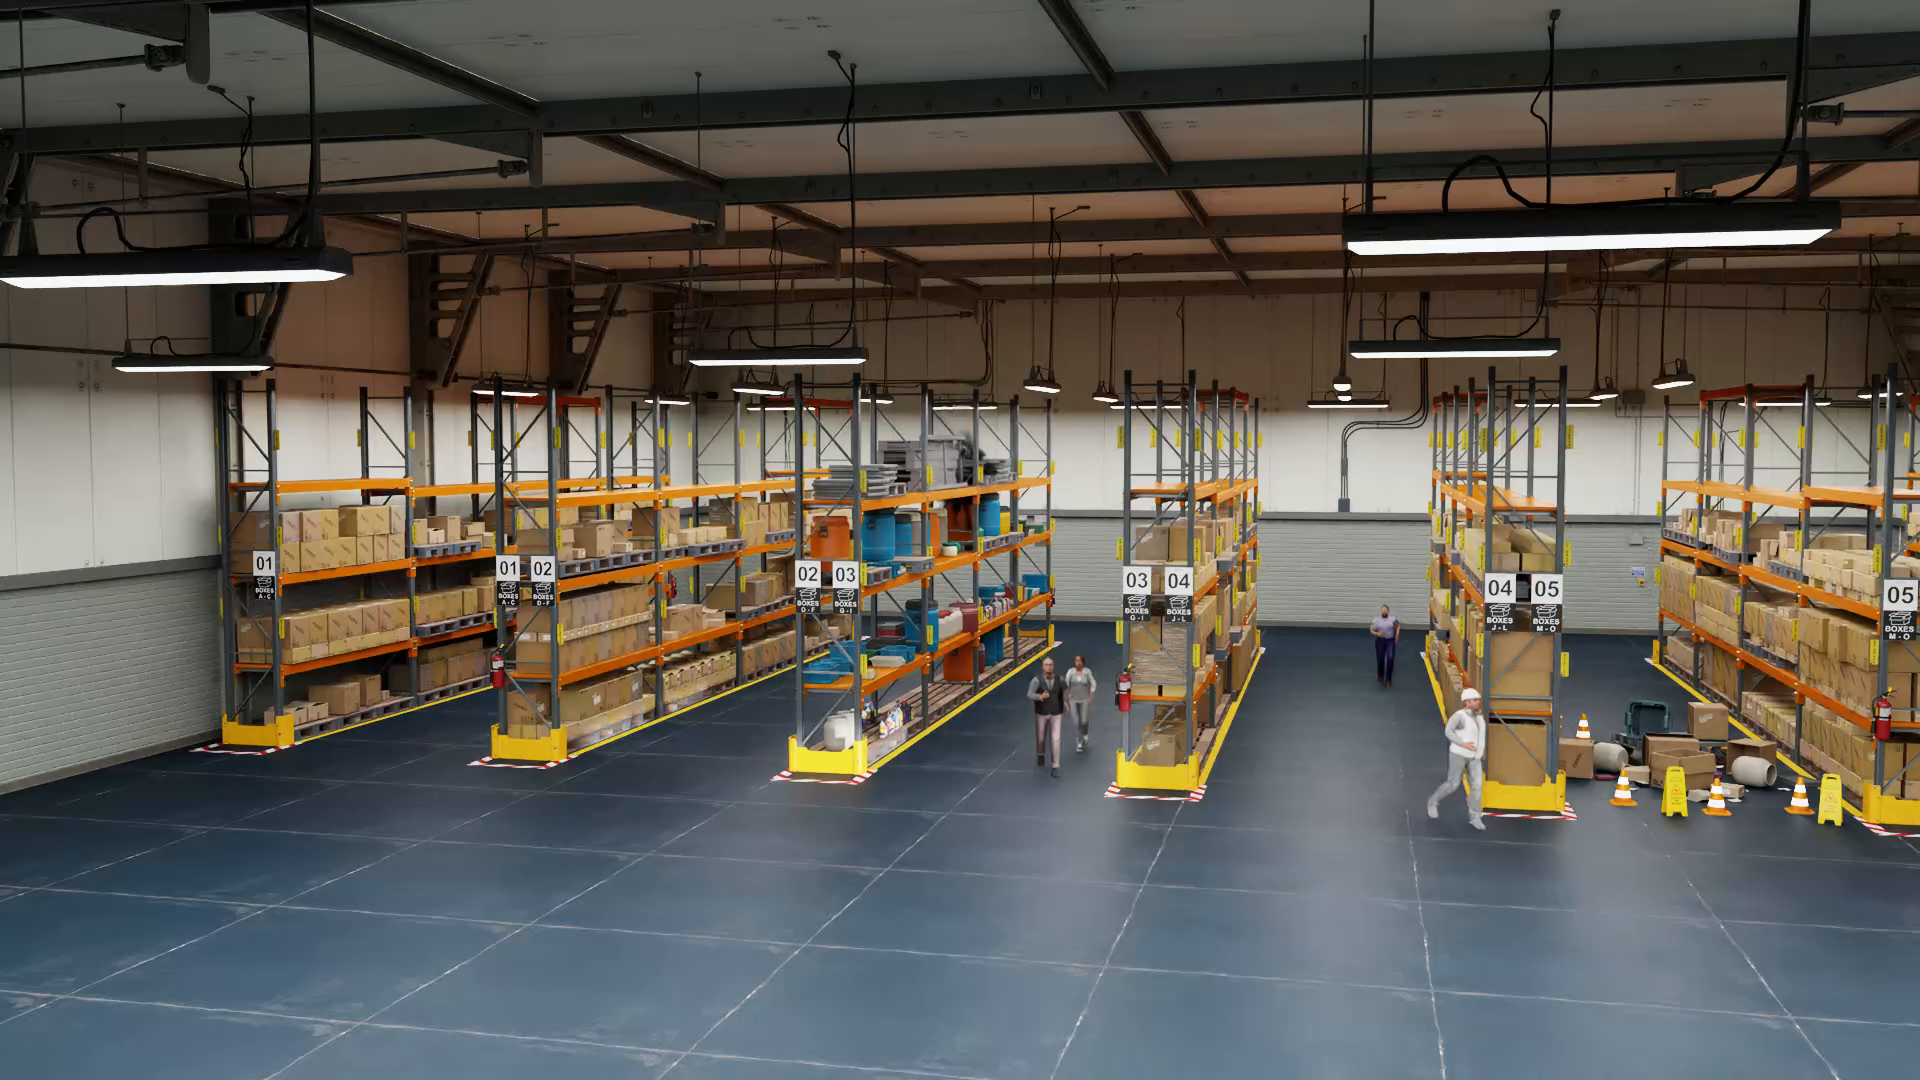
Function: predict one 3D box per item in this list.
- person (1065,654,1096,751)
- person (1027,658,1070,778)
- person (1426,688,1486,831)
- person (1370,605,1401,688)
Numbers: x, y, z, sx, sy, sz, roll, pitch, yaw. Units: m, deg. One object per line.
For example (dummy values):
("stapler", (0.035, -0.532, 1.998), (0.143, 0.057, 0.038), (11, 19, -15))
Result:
("person", (1.910, 2.618, 26.773), (0.543, 1.565, 0.530), (1, 3, 9))
("person", (1.329, 2.624, 24.890), (0.655, 1.710, 0.969), (0, 3, -1))
("person", (6.626, 2.817, 21.641), (0.727, 1.760, 0.922), (-2, 4, -24))
("person", (8.672, 2.165, 33.941), (0.604, 1.692, 0.718), (1, 4, 15))
